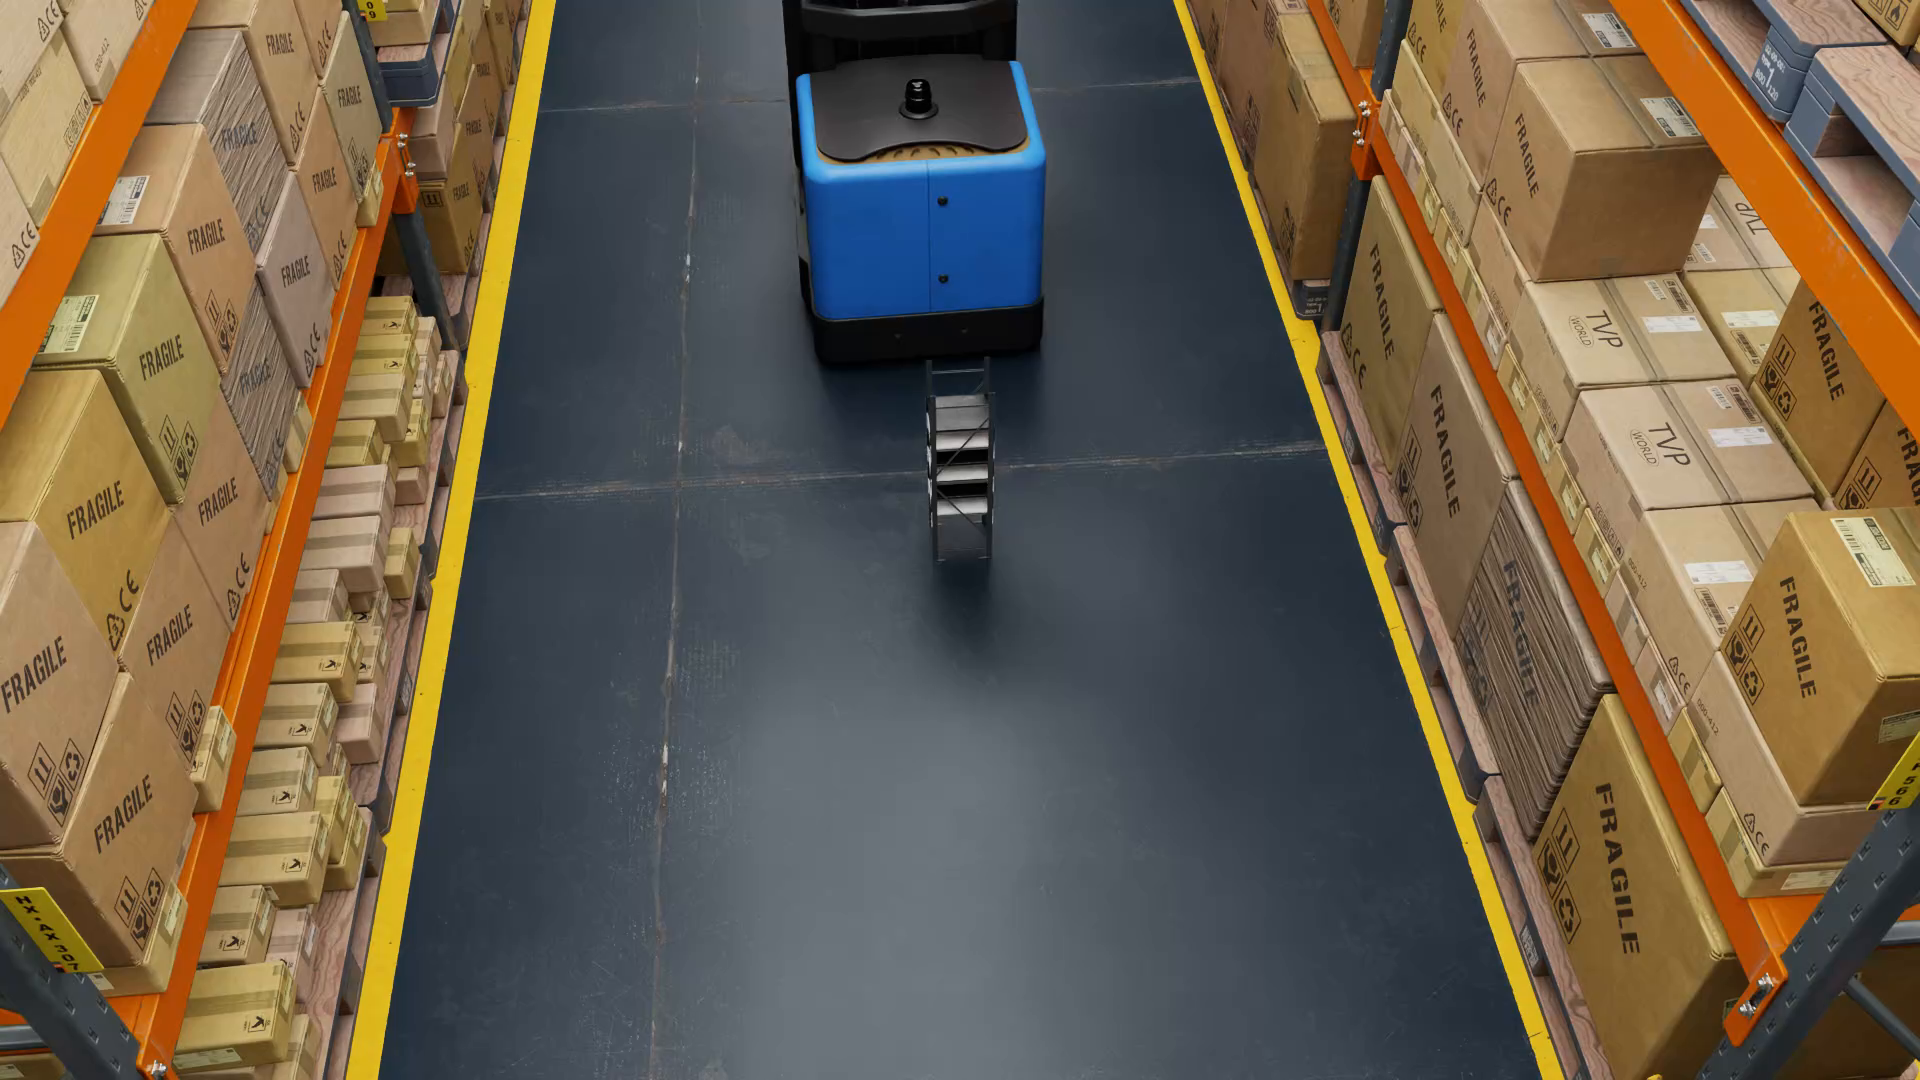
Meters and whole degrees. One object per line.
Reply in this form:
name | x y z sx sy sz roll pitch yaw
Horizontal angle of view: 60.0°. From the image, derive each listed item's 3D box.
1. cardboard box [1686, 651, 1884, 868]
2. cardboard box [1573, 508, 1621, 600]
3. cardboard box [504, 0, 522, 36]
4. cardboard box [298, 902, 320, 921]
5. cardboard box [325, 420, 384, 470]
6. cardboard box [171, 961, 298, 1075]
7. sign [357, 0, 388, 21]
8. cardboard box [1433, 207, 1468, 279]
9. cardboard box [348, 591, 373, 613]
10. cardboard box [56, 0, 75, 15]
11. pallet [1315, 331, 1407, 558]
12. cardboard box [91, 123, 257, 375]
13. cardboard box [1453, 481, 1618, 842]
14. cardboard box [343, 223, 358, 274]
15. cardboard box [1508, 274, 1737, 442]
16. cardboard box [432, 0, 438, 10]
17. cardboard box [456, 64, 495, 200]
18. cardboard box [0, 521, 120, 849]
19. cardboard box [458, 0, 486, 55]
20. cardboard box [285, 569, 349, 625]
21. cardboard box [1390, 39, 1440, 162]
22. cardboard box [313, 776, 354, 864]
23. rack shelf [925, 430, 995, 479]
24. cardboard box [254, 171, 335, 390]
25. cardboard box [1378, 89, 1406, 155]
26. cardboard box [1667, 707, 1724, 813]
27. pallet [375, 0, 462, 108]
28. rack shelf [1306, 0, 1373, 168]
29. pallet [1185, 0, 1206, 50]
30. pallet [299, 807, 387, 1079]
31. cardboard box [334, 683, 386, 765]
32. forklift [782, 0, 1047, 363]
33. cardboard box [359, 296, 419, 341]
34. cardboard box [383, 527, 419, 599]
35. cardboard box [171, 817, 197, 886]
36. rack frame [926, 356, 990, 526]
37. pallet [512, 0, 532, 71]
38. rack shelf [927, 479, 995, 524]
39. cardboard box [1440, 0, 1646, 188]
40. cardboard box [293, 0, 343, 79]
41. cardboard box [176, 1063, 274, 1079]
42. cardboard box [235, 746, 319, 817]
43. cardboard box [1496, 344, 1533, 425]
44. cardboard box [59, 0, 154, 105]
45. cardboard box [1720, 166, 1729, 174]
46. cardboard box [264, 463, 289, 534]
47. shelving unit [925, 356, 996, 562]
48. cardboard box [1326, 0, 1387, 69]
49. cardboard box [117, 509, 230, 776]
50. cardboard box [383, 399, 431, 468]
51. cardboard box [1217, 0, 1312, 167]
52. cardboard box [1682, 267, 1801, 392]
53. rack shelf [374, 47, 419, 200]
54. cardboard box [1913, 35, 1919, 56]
cardboard box | 2.216 0.531 4.216 0.500 0.250 0.500 -4 47 -4
cardboard box | 2.076 0.026 4.969 0.380 0.149 0.250 -4 47 -4
cardboard box | -2.745 -3.092 9.181 0.500 0.500 0.500 -2 47 -2
cardboard box | -2.286 1.218 5.341 0.380 0.149 0.250 -3 47 -3
cardboard box | -2.443 -0.322 6.390 0.380 0.149 0.250 -2 47 -2
cardboard box | -2.135 1.376 4.782 0.380 0.149 0.250 -5 47 -5
sign | -2.225 -2.086 6.200 0.100 0.325 0.005 -3 47 -3
cardboard box | 1.948 -1.086 6.022 0.380 0.149 0.250 -5 47 -4
cardboard box | -2.380 0.146 6.151 0.380 0.149 0.250 -5 47 -5
cardboard box | -2.327 -1.450 3.887 0.500 0.250 0.500 -5 47 -5
pallet | 2.172 -0.464 7.180 1.003 0.211 1.213 -3 47 -3
cardboard box | -2.319 -0.788 4.604 0.500 0.500 0.500 -5 47 -5
cardboard box | 2.311 0.386 5.629 0.875 0.875 0.875 -3 47 -3
cardboard box | -2.415 -1.094 6.029 0.380 0.149 0.250 -2 47 -2
cardboard box | 2.083 -0.581 5.269 0.500 0.250 0.500 -3 47 -3
cardboard box | -2.369 -2.321 6.902 0.380 0.149 0.250 -3 47 -3
cardboard box | -2.609 -1.968 8.116 0.500 0.500 0.500 -2 47 -1
cardboard box | -2.203 0.323 3.552 0.500 0.500 0.500 -4 47 -4
cardboard box | -2.649 -2.597 8.196 0.500 0.250 0.500 -2 47 -2
cardboard box | -2.382 0.249 5.849 0.380 0.149 0.250 -3 47 -3
cardboard box | 1.964 -1.673 6.303 0.500 0.250 0.500 -4 47 -4
cardboard box | -2.207 0.918 5.420 0.380 0.149 0.250 -2 47 -2
rack shelf | 0.001 -0.343 6.513 0.258 0.077 0.200 -3 47 -3
cardboard box | -2.360 -0.818 5.321 0.500 0.500 0.500 -4 47 -4
cardboard box | 1.879 -1.657 6.563 0.380 0.149 0.250 -3 47 -3
cardboard box | 2.139 0.577 4.447 0.380 0.149 0.250 -3 47 -3
pallet | -2.684 -2.245 7.079 1.003 0.211 1.213 -3 47 -3
rack shelf | 2.019 -3.177 8.325 1.077 0.370 4.000 -3 47 -3
pallet | 1.842 -3.338 9.902 1.003 0.211 1.213 -3 47 -3
pallet | -2.469 1.459 5.360 1.003 0.211 1.213 -3 47 -3
cardboard box | -2.249 0.662 5.867 0.380 0.149 0.250 -6 47 -5
forklift | -0.307 -2.891 7.606 1.130 2.935 3.031 -5 47 -5
cardboard box | -2.476 -0.876 6.915 0.380 0.149 0.250 -2 47 -2
cardboard box | -2.306 0.098 6.402 0.380 0.149 0.250 -4 47 -3
cardboard box | -2.193 0.795 4.241 0.380 0.149 0.250 -2 47 -2
rack frame | -0.008 -0.377 6.624 0.240 0.900 0.006 -3 47 -3
pallet | -3.036 -3.119 9.695 1.003 0.211 1.213 -3 47 -3
rack shelf | 0.001 -0.157 6.709 0.258 0.077 0.200 -3 47 -3
cardboard box | 2.005 -1.567 5.687 0.500 0.500 0.500 -3 47 -3
cardboard box | -2.456 -1.906 5.663 0.500 0.500 0.500 -5 47 -5
cardboard box | -2.218 1.484 4.885 0.380 0.149 0.250 -2 47 -2
cardboard box | -2.275 0.820 5.309 0.380 0.149 0.250 -6 47 -5
cardboard box | 2.011 -0.529 5.495 0.380 0.149 0.250 -5 47 -4
cardboard box | -2.341 -1.303 4.092 0.500 0.250 0.500 -4 47 -3
cardboard box | 2.529 -1.607 5.725 0.500 0.500 0.500 -3 47 -3
cardboard box | -2.312 -0.149 5.134 0.380 0.149 0.250 -2 47 -2
shelving unit | 0.001 -0.304 6.554 0.258 0.900 0.210 -3 47 -3
cardboard box | 1.875 -2.334 6.962 0.500 0.500 0.500 -3 47 -3
cardboard box | -2.263 0.281 4.281 0.500 0.500 0.500 -3 47 -3
cardboard box | -2.347 -0.419 6.687 0.380 0.149 0.250 -5 47 -5
cardboard box | 2.037 -2.500 8.362 1.225 0.875 0.875 -5 47 -5
cardboard box | 2.612 -0.615 5.301 0.500 0.250 0.500 -4 47 -4
rack shelf | -2.932 -2.949 8.109 1.077 0.370 4.000 -3 47 -3
cardboard box | 2.497 -1.116 3.384 0.700 0.500 0.500 -5 47 -5
